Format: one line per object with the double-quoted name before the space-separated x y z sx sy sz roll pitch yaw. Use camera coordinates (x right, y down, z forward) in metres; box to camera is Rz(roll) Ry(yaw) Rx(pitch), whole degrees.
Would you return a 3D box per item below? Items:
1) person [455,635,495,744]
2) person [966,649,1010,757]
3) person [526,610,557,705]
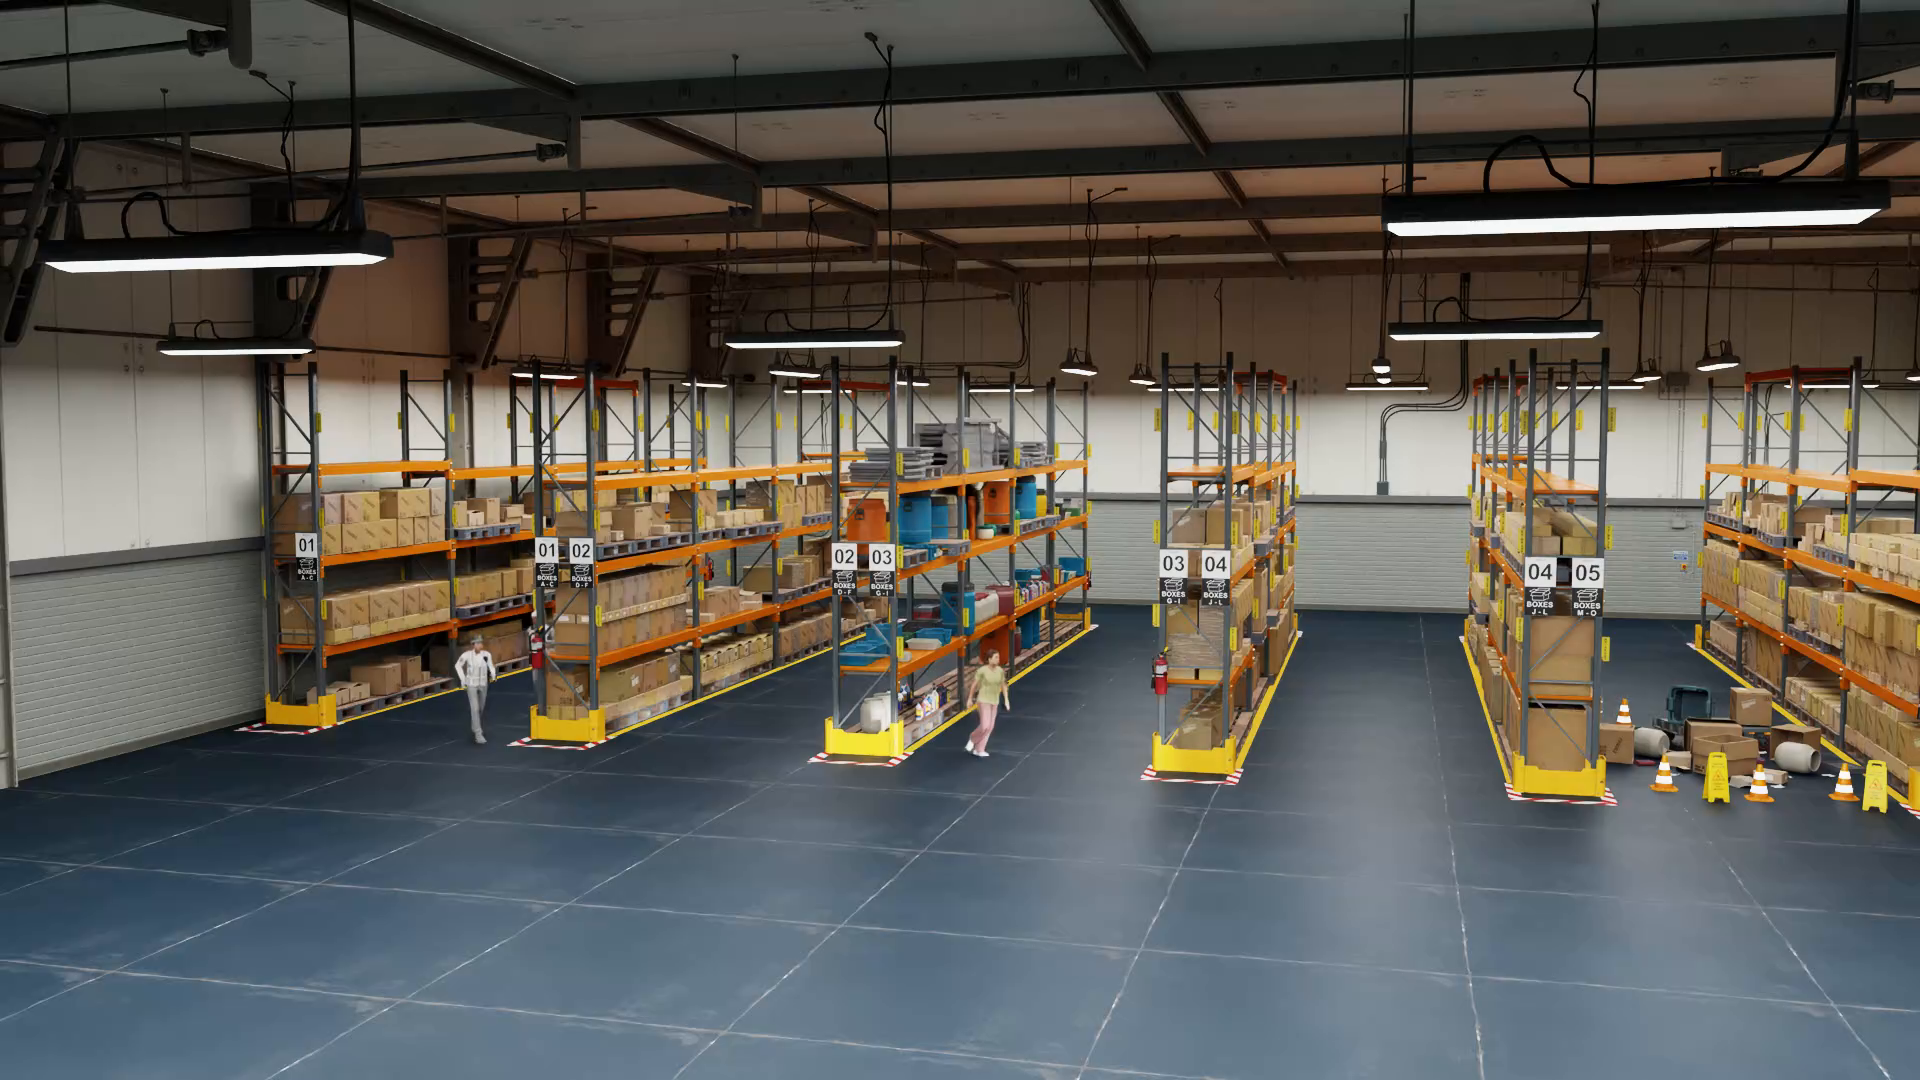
"person" -7.663 2.315 26.320 0.590 1.686 0.920 -3 5 -33
"person" 0.404 2.434 24.869 0.577 1.640 0.515 -2 5 -32
"person" -7.283 2.072 28.976 0.660 1.748 0.853 0 4 6
